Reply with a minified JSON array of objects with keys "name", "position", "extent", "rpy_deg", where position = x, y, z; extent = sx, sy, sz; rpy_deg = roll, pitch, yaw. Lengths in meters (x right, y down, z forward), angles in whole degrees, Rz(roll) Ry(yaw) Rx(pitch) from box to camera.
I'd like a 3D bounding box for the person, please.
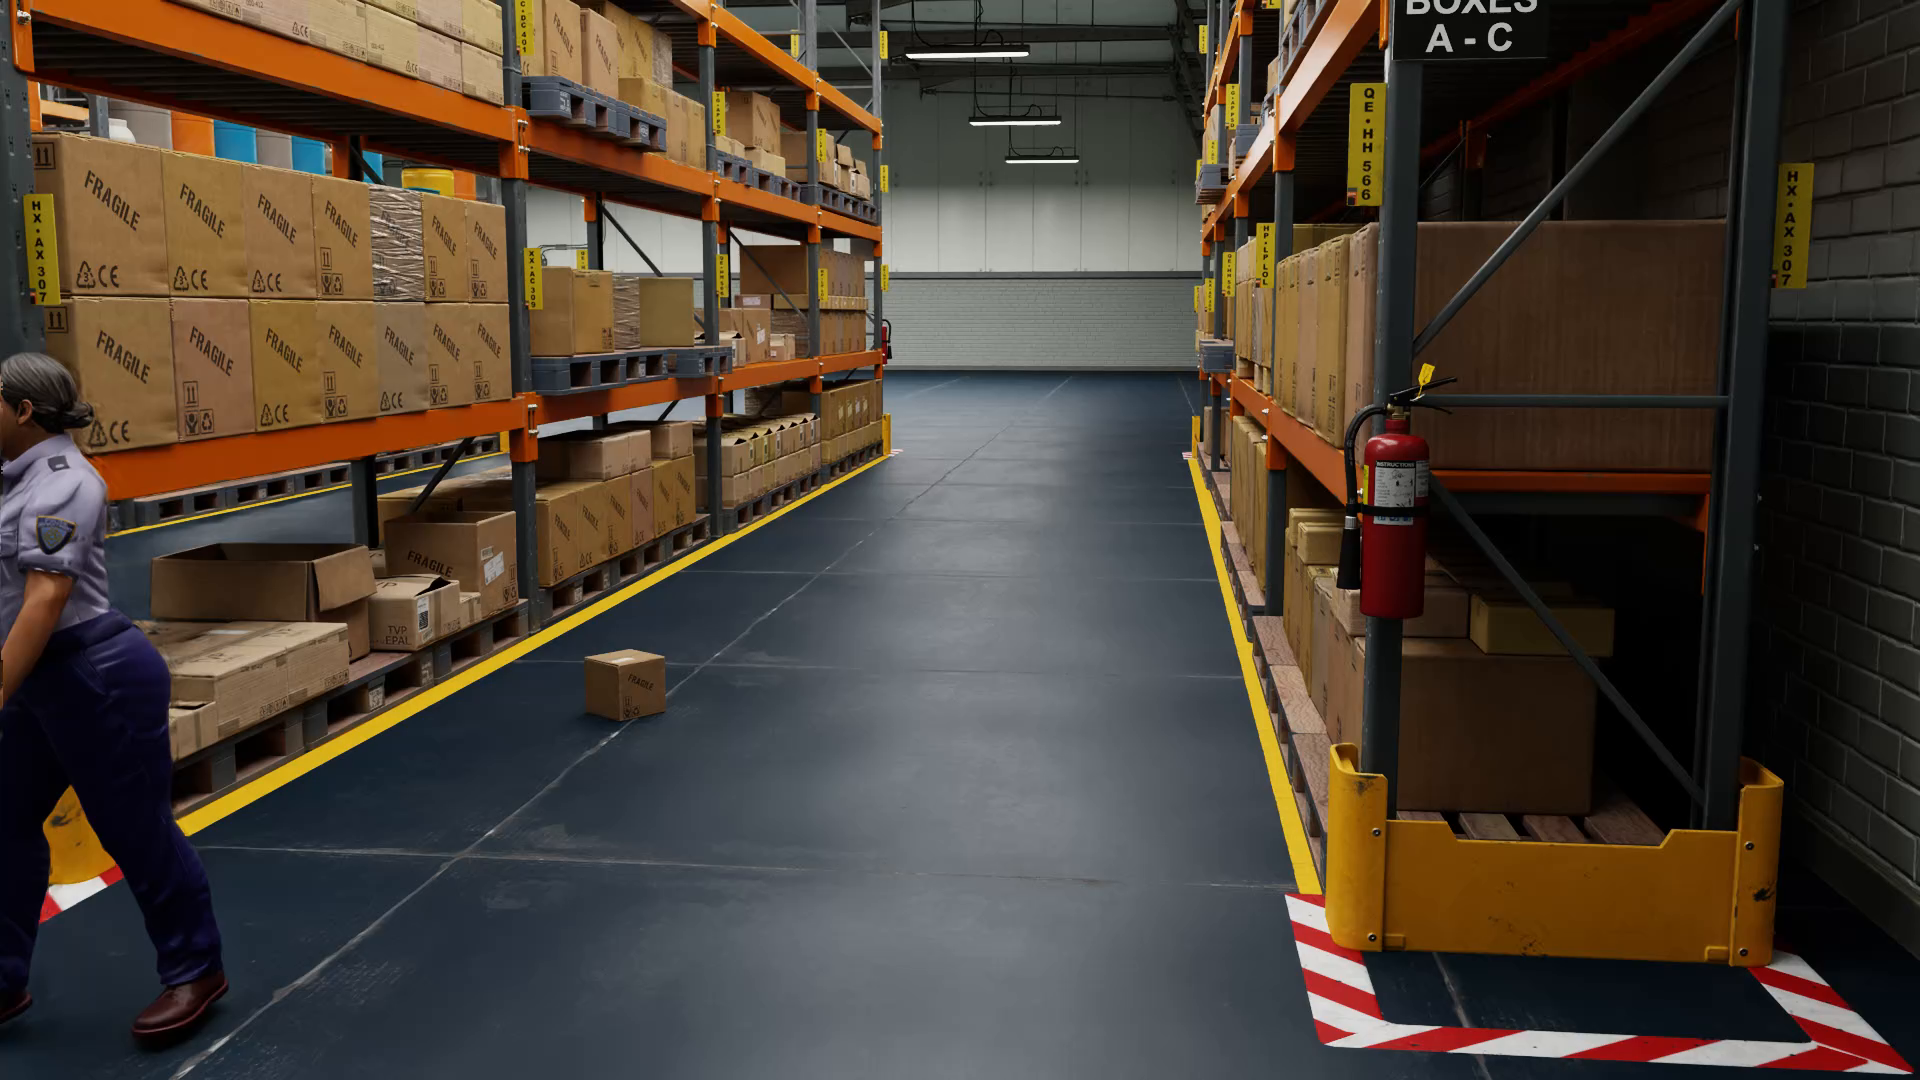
[{"name":"person","position":[-2.179,0.394,3.964],"extent":[0.678,1.673,0.537],"rpy_deg":[-8,11,-44]}]
